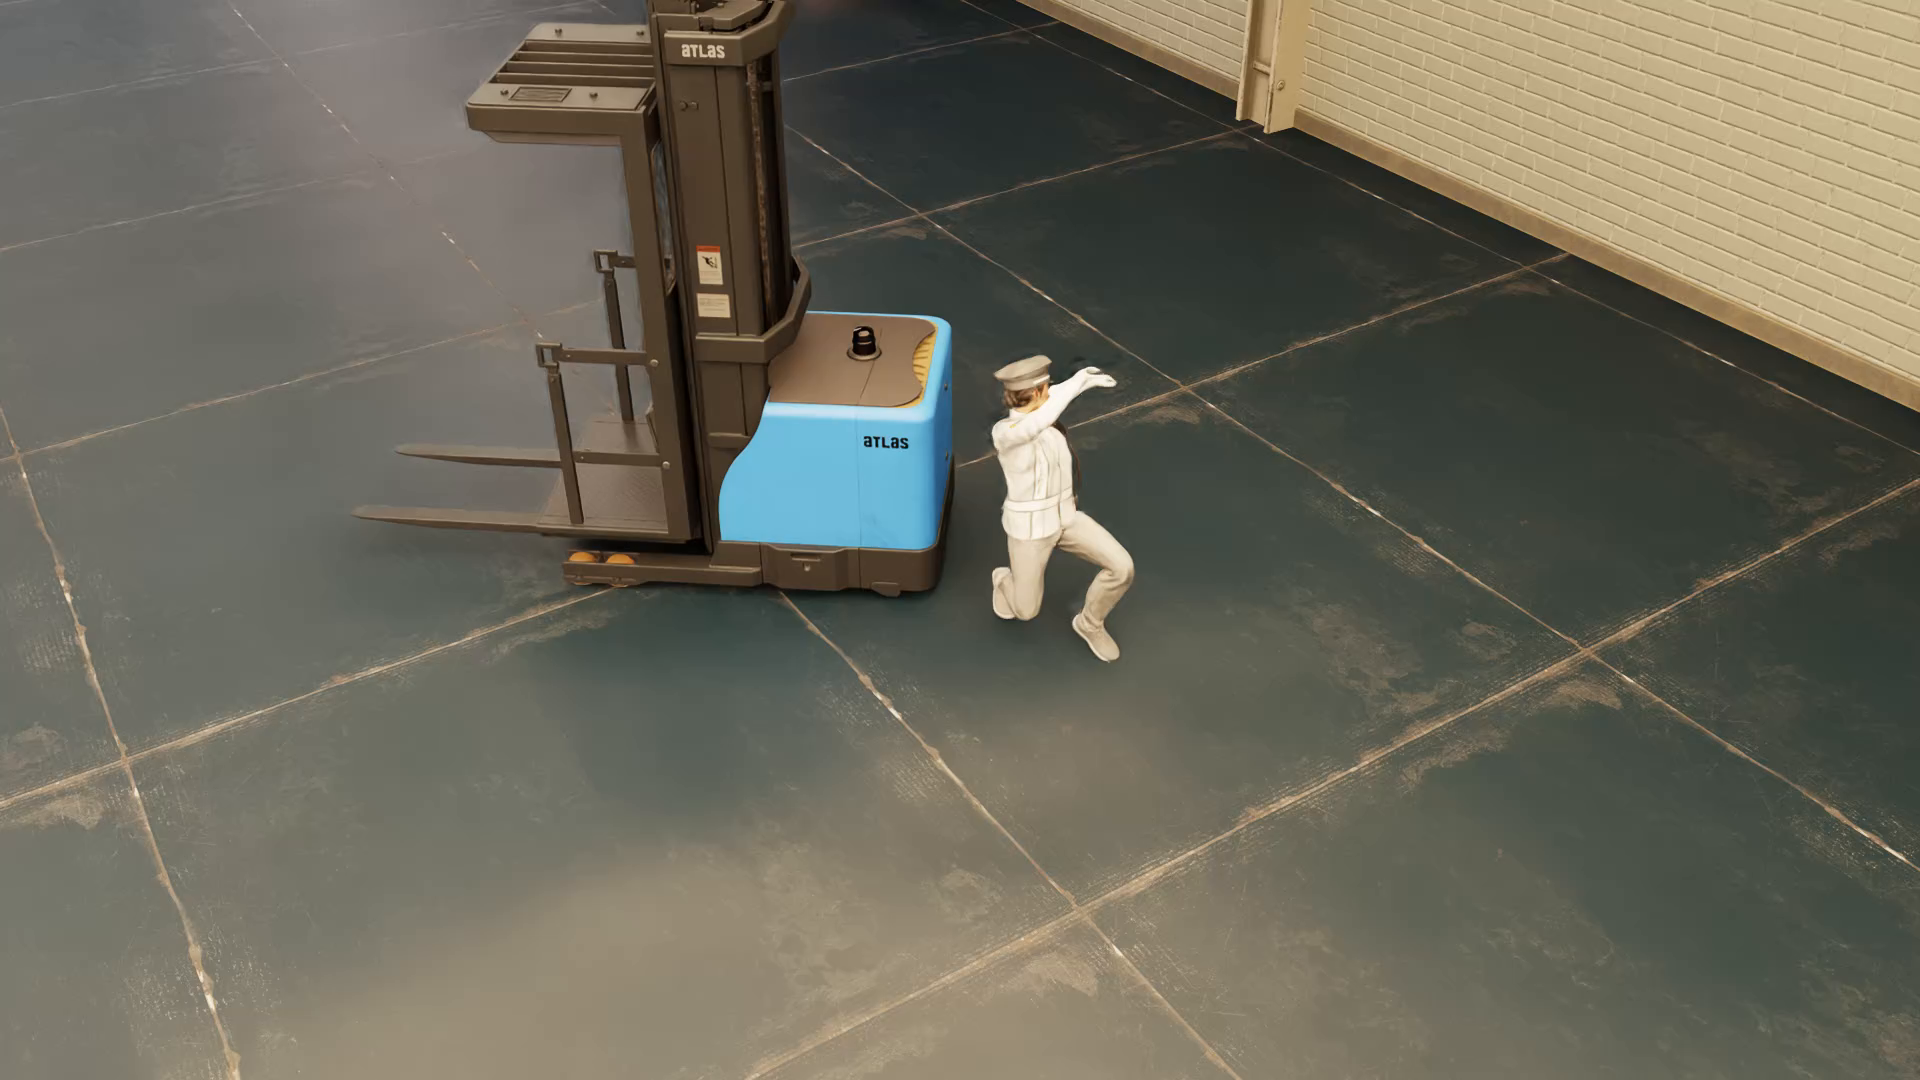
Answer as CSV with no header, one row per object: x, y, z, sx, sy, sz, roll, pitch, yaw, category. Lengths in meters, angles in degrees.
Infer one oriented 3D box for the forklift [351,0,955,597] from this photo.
-1.576,-1.260,7.941,3.031,2.935,1.130,3,35,4,forklift

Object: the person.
0.621,-0.220,7.803,0.977,1.420,0.847,-28,44,-34,person
